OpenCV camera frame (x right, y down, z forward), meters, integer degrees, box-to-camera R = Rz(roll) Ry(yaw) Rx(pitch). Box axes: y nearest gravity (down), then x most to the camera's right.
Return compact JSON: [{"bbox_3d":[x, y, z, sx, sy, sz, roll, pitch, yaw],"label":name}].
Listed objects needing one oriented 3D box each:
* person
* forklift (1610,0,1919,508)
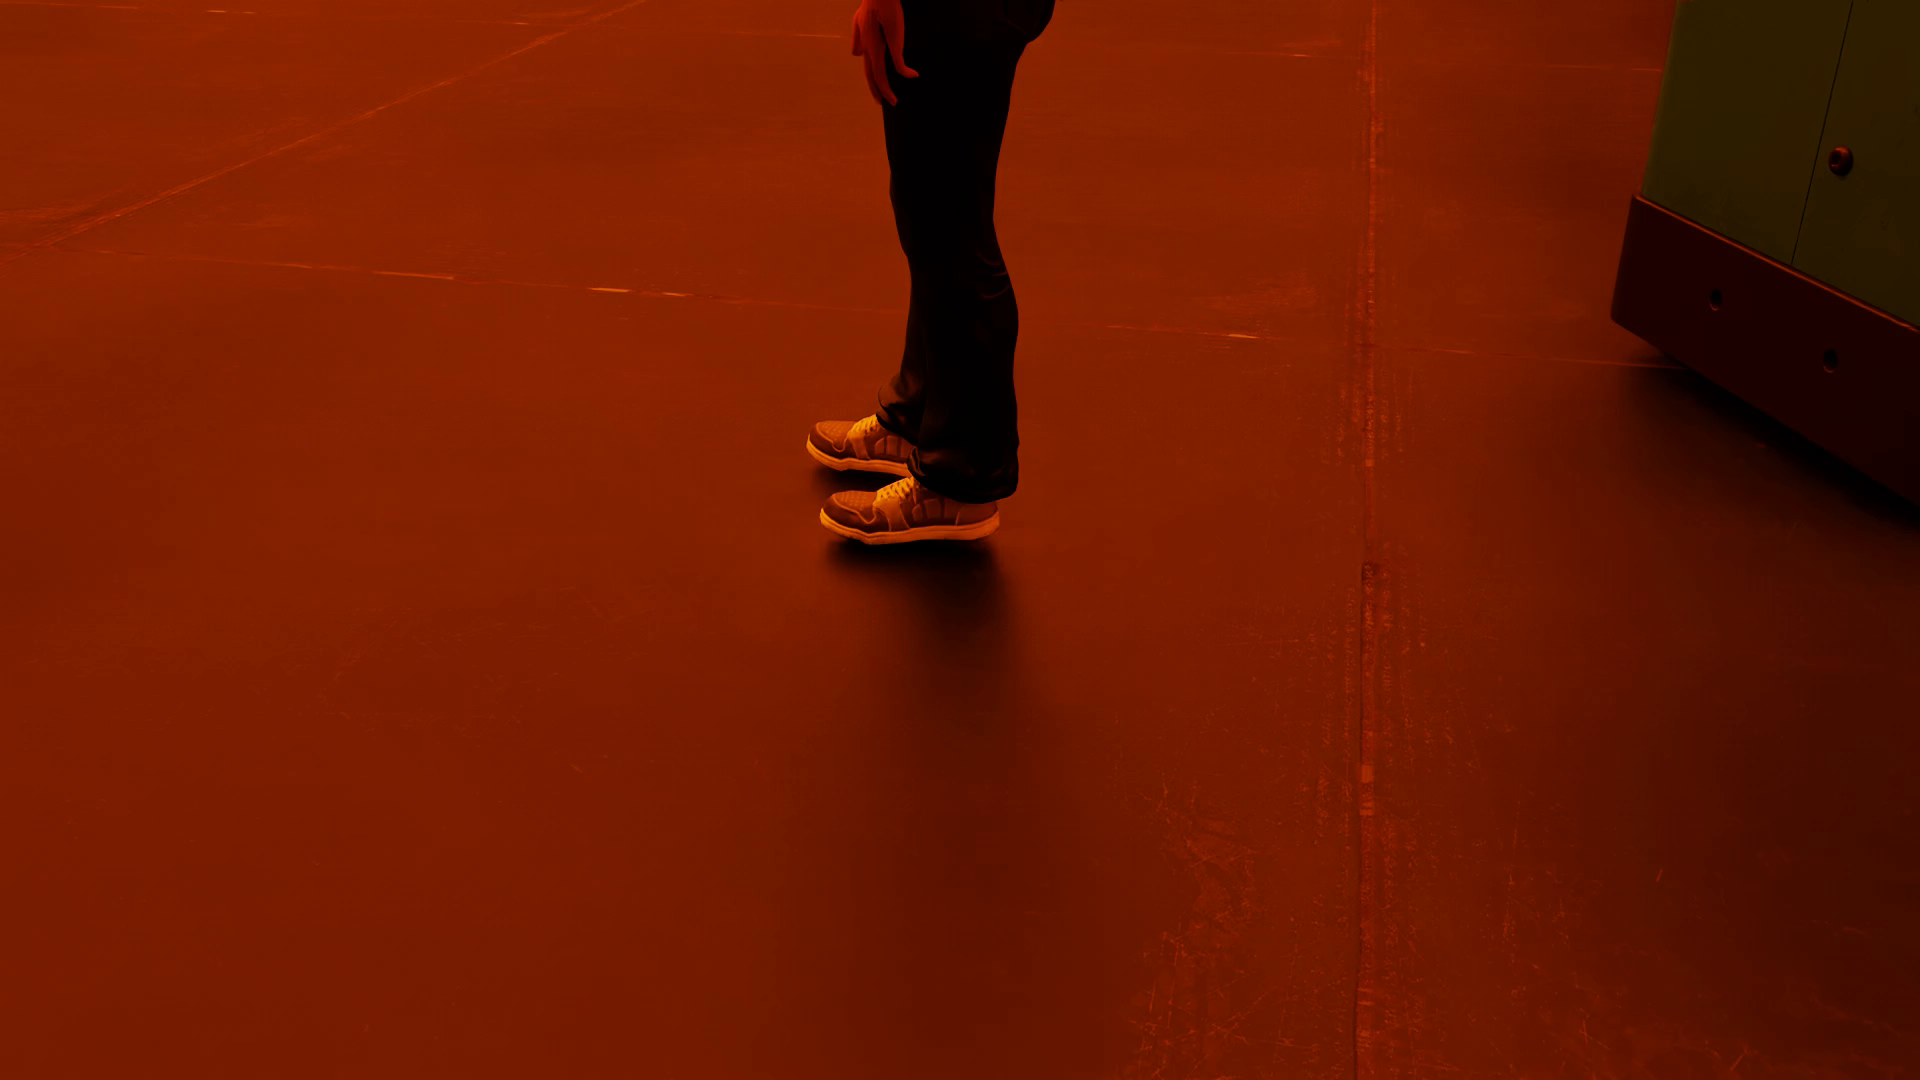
[{"bbox_3d":[-0.069,-0.733,2.164,0.476,1.596,0.520,6,27,11],"label":"person"},{"bbox_3d":[2.812,-1.598,2.414,3.031,2.935,1.130,-5,27,-10],"label":"forklift"}]
